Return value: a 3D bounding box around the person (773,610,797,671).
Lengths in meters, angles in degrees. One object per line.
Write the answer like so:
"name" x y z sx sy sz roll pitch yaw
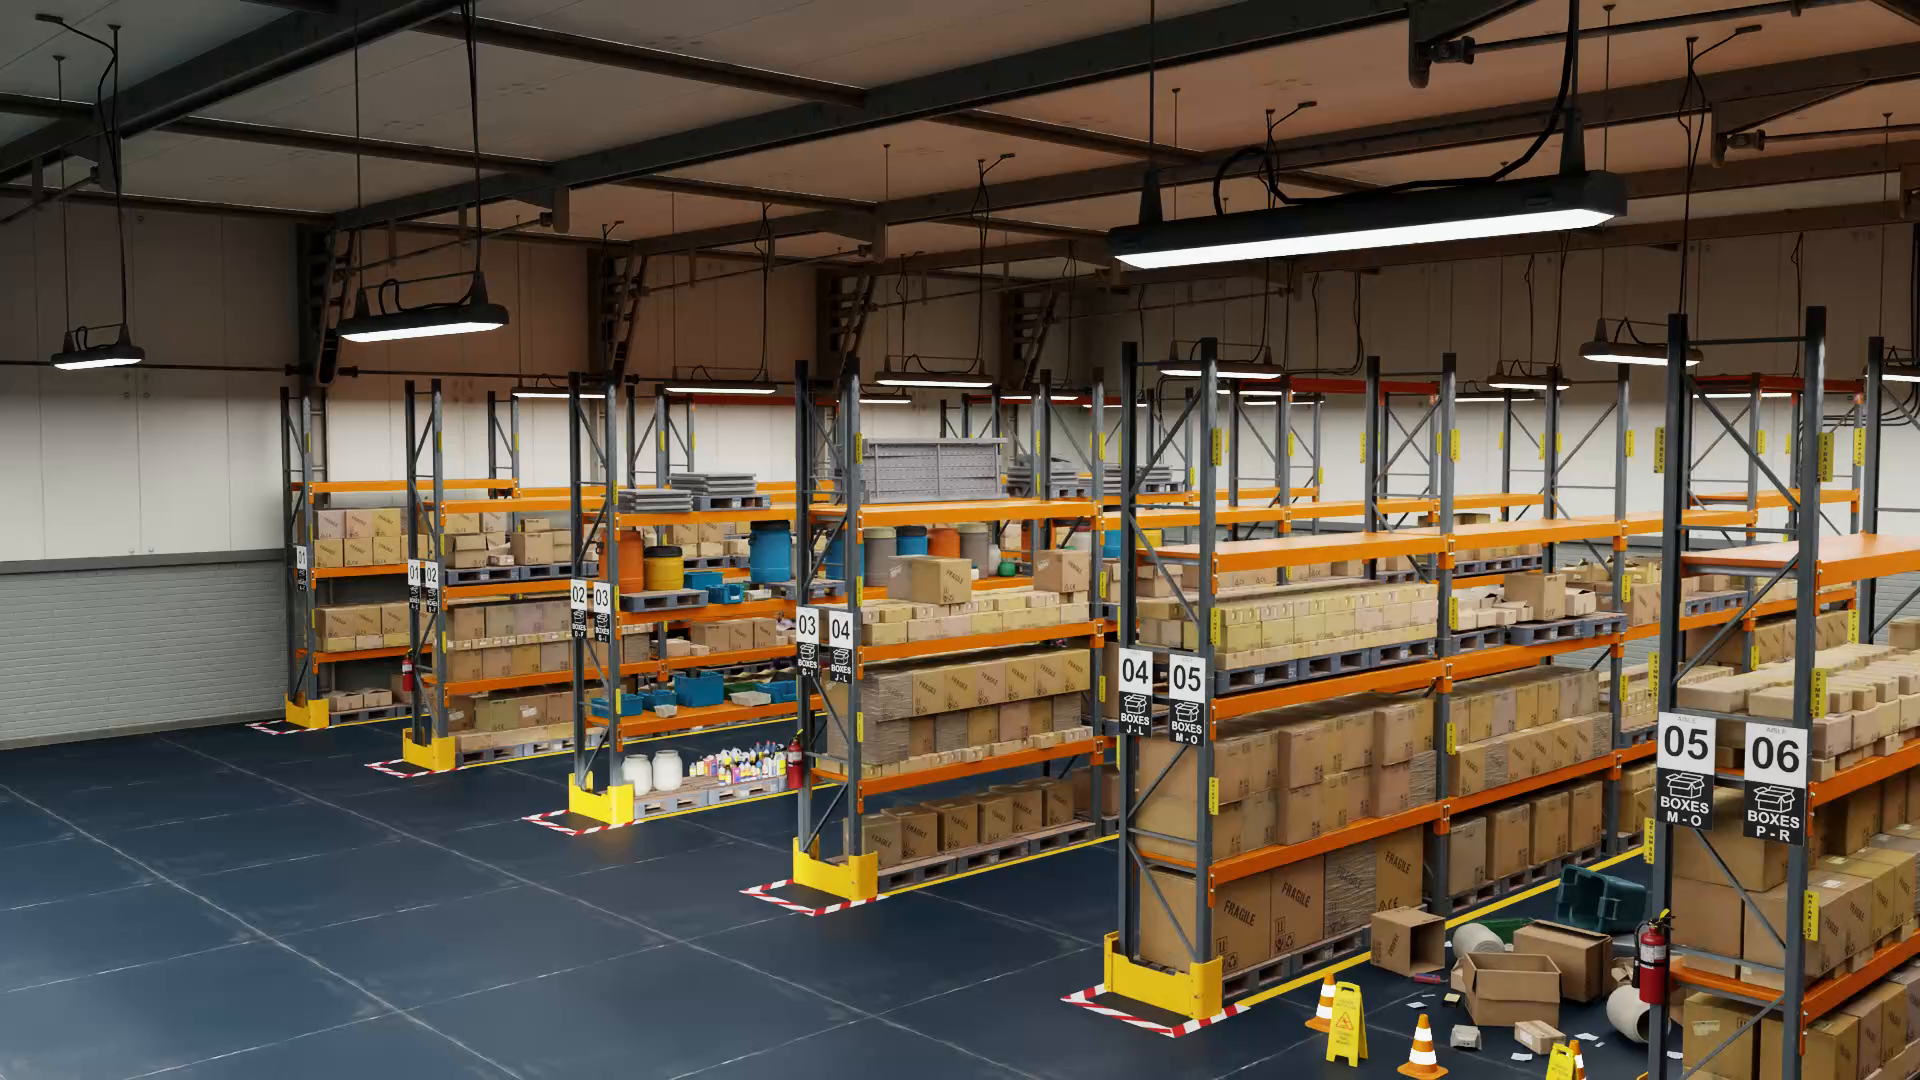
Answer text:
"person" -3.605 2.224 34.365 0.637 1.625 0.817 0 4 6
